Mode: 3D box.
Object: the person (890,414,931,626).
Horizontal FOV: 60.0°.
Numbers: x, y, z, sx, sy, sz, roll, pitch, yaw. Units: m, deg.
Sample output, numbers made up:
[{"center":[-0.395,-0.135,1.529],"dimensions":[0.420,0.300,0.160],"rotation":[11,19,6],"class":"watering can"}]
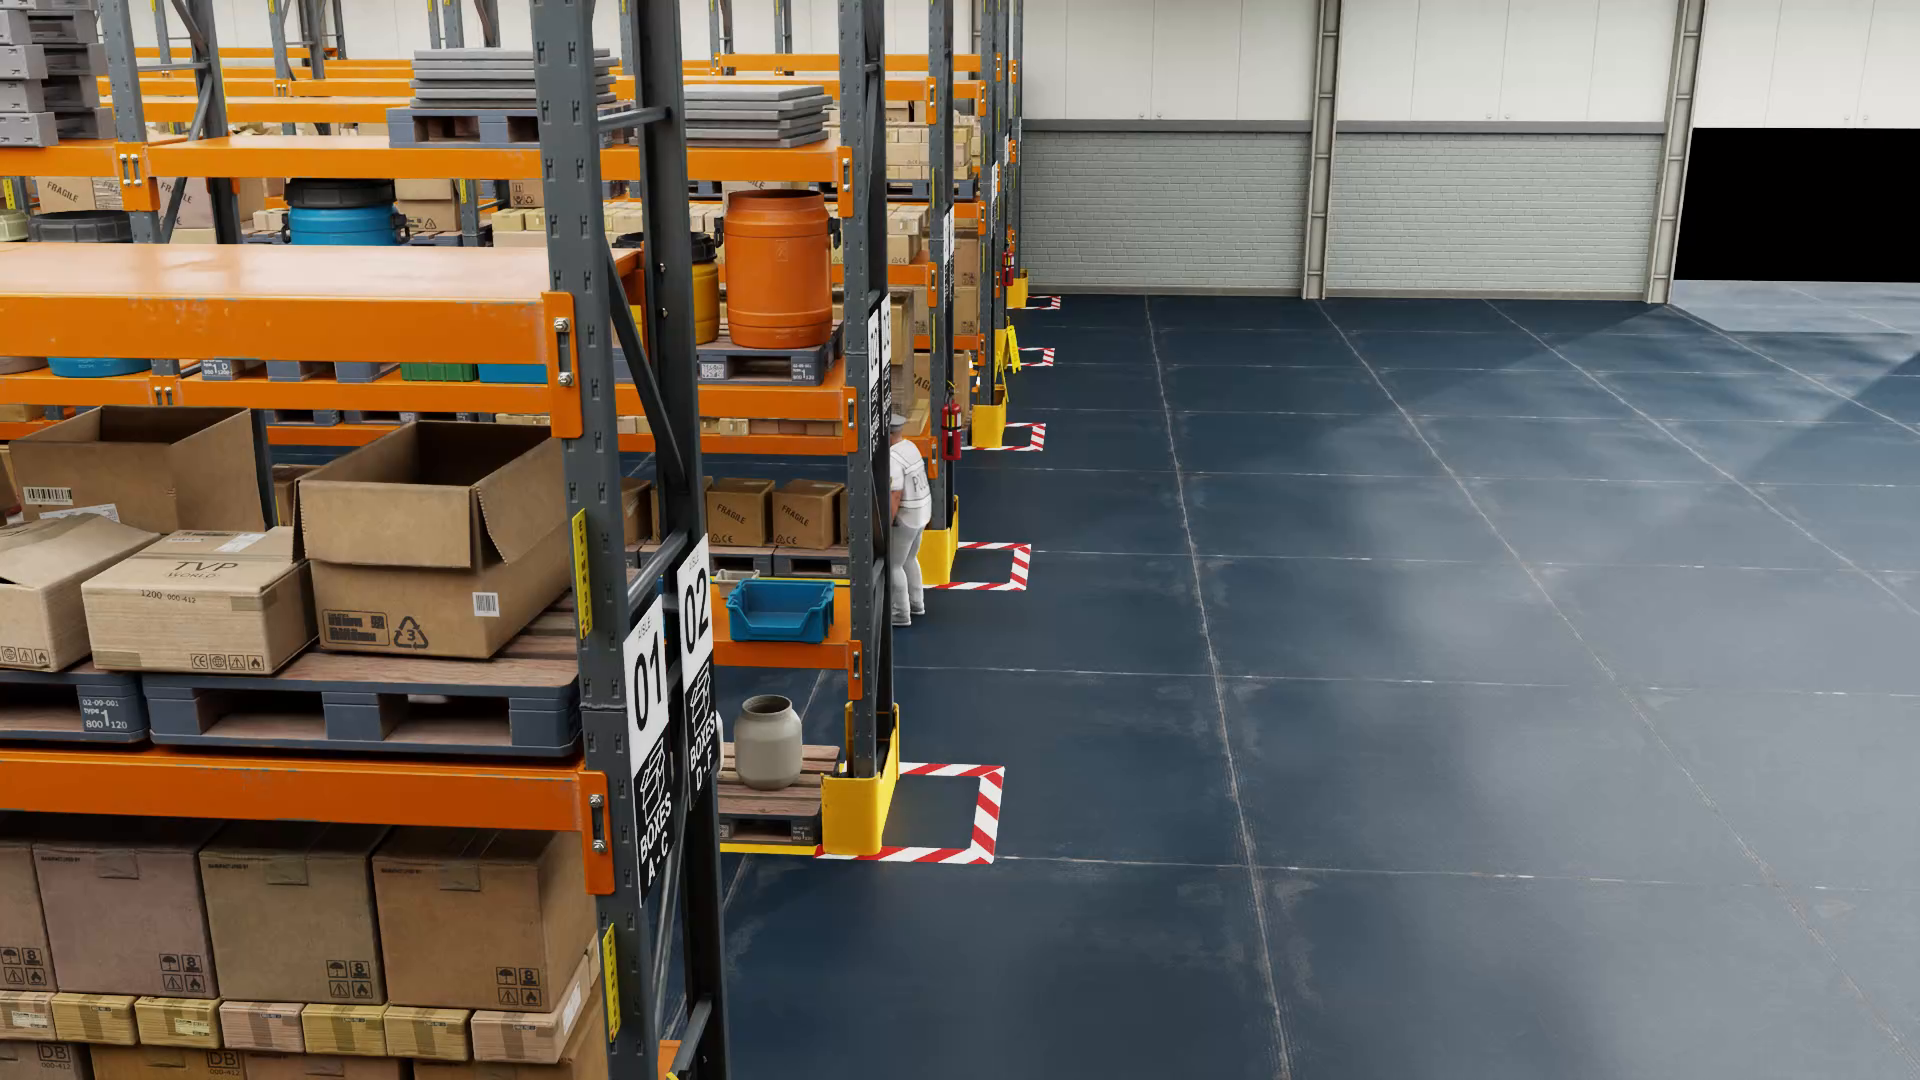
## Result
[{"center":[-0.473,-0.167,13.566],"dimensions":[0.437,1.751,0.606],"rotation":[6,18,19],"class":"person"}]
